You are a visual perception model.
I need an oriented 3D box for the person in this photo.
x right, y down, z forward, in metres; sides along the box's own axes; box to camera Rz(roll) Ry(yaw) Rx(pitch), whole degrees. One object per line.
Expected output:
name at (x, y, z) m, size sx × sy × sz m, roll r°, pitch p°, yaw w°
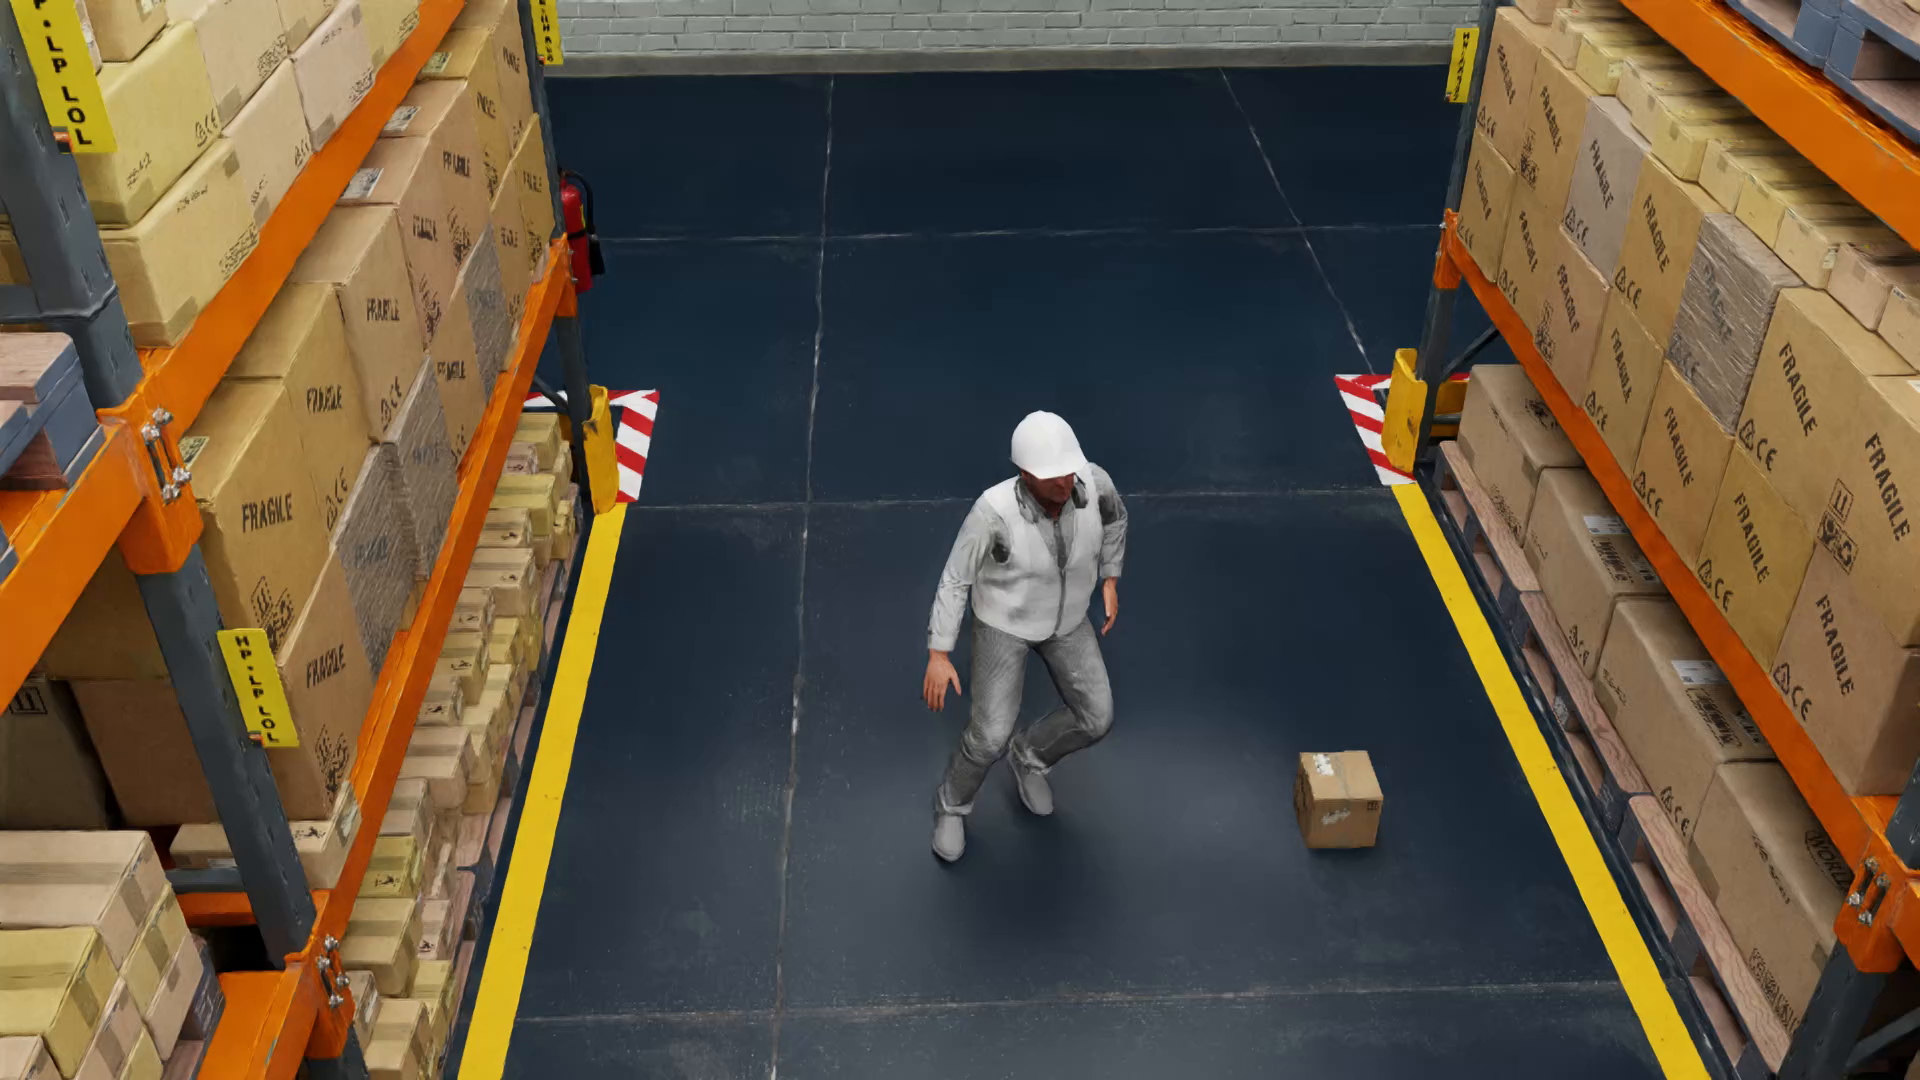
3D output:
person at (0.214, 0.291, 5.788) m, size 0.911 × 1.674 × 0.517 m, roll -18°, pitch 39°, yaw -24°
